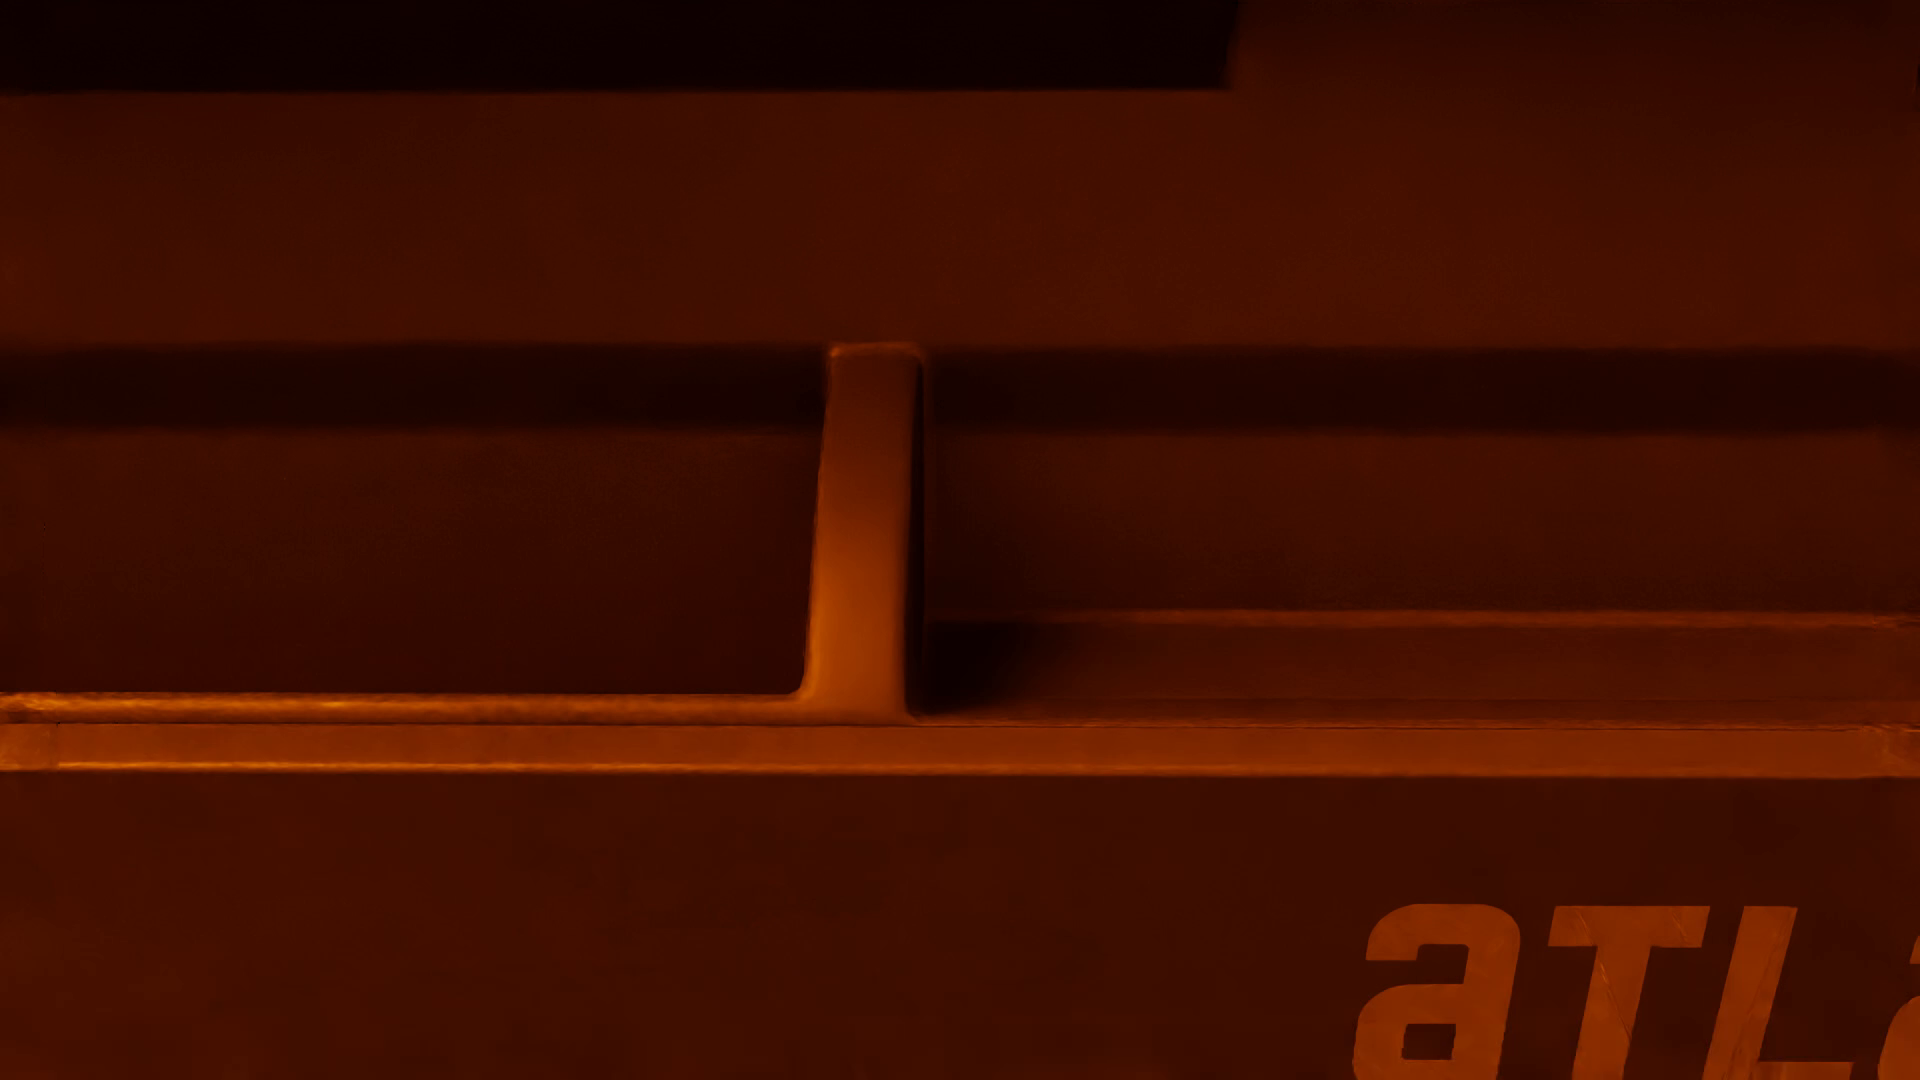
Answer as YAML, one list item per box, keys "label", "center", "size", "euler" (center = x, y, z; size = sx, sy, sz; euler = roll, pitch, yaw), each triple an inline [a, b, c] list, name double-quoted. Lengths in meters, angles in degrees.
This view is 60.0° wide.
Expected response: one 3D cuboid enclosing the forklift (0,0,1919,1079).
- label: "forklift"
  center: [-0.019, -0.372, 0.121]
  size: [1.130, 2.935, 3.031]
  euler: [0, 17, 1]
